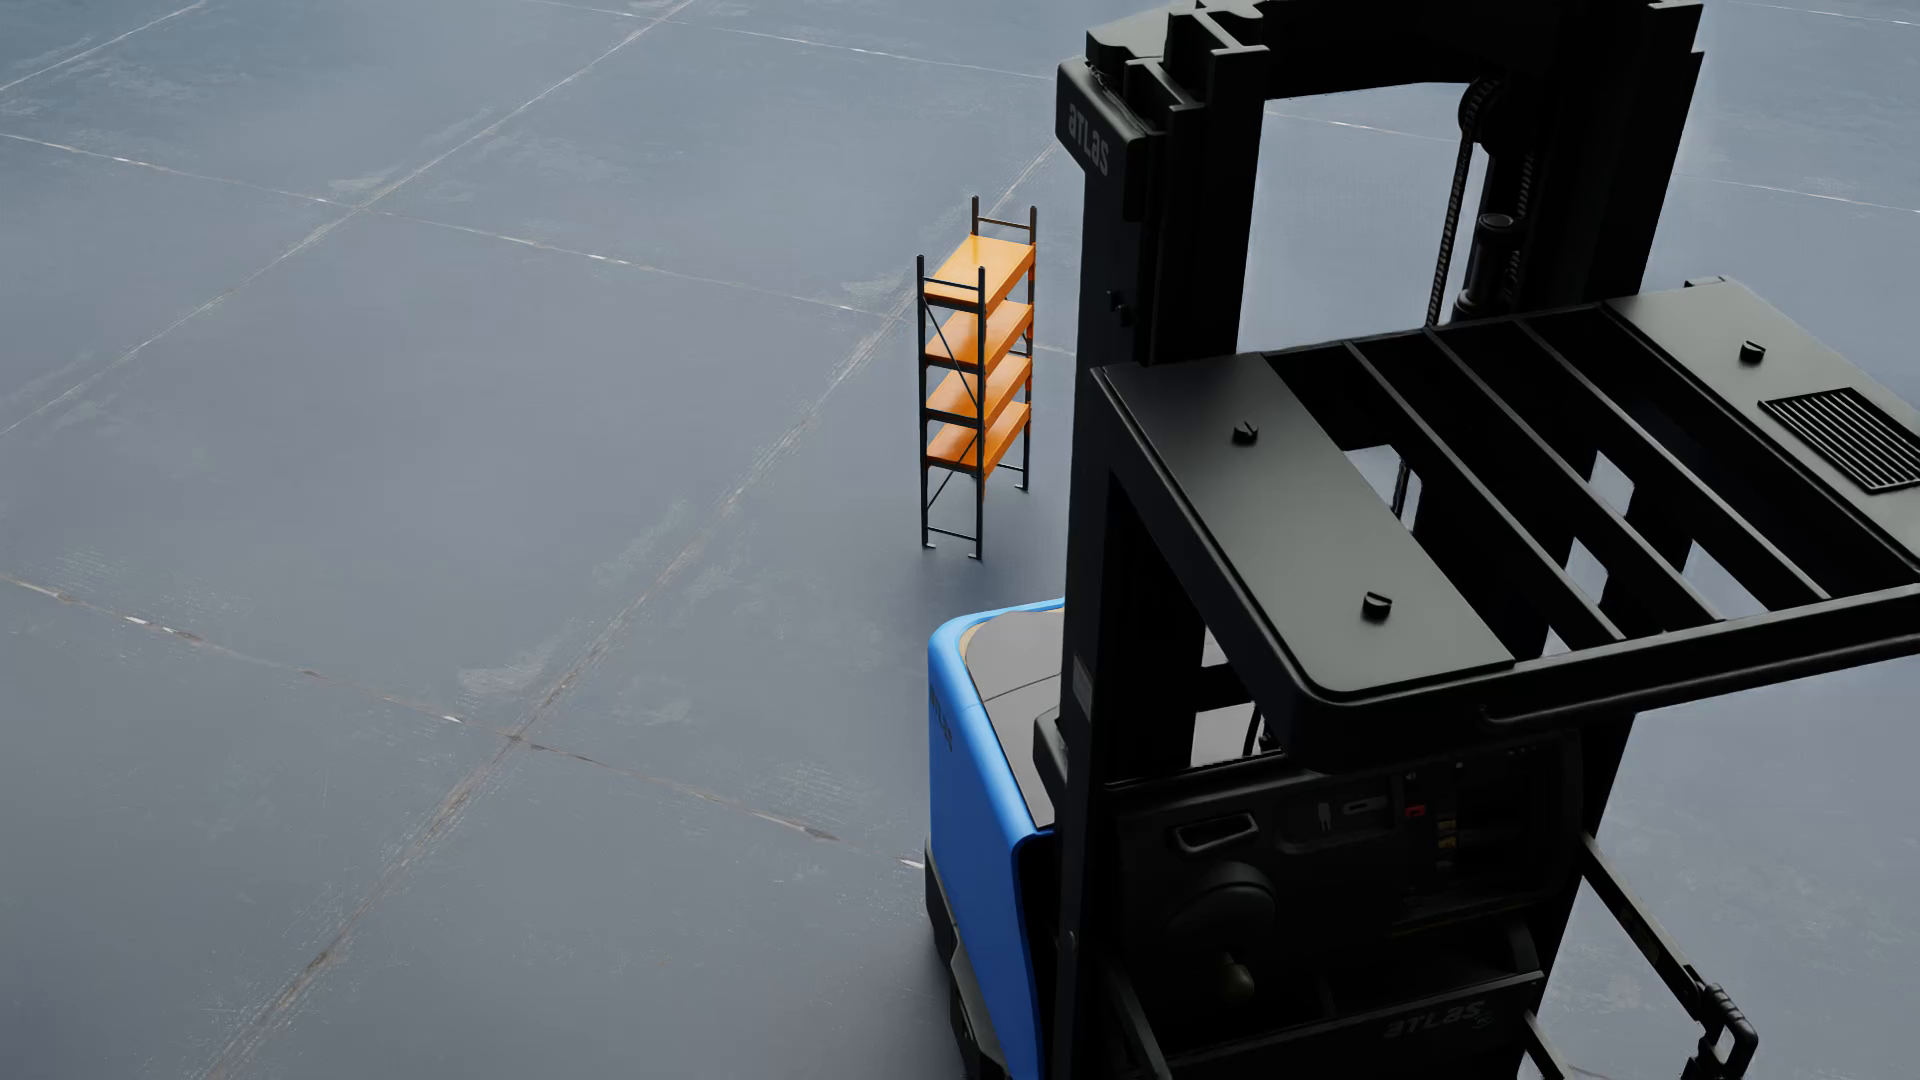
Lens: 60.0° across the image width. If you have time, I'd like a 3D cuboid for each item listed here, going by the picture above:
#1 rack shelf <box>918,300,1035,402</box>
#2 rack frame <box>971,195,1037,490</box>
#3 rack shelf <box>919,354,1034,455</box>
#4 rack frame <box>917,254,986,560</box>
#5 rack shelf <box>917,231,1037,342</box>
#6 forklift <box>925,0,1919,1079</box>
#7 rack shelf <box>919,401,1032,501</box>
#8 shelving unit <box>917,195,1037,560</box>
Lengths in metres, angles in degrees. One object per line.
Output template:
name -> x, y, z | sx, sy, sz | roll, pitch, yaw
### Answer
rack shelf -> 0.063, -0.698, 5.920 | 0.258, 0.148, 0.480 | 14, 39, 18
rack frame -> 0.156, -0.707, 6.194 | 0.240, 1.200, 0.015 | 14, 39, 18
rack shelf -> 0.063, -0.518, 6.054 | 0.258, 0.148, 0.480 | 14, 39, 18
rack frame -> -0.030, -0.437, 5.833 | 0.240, 1.200, 0.015 | 14, 39, 18
rack shelf -> 0.063, -0.887, 5.778 | 0.258, 0.148, 0.480 | 14, 39, 18
forklift -> 0.792, 0.660, 2.919 | 1.130, 2.935, 3.031 | -10, 38, -12
rack shelf -> 0.063, -0.359, 6.173 | 0.258, 0.148, 0.480 | 14, 39, 18
shelving unit -> 0.063, -0.572, 6.013 | 0.258, 1.200, 0.503 | 14, 39, 18
